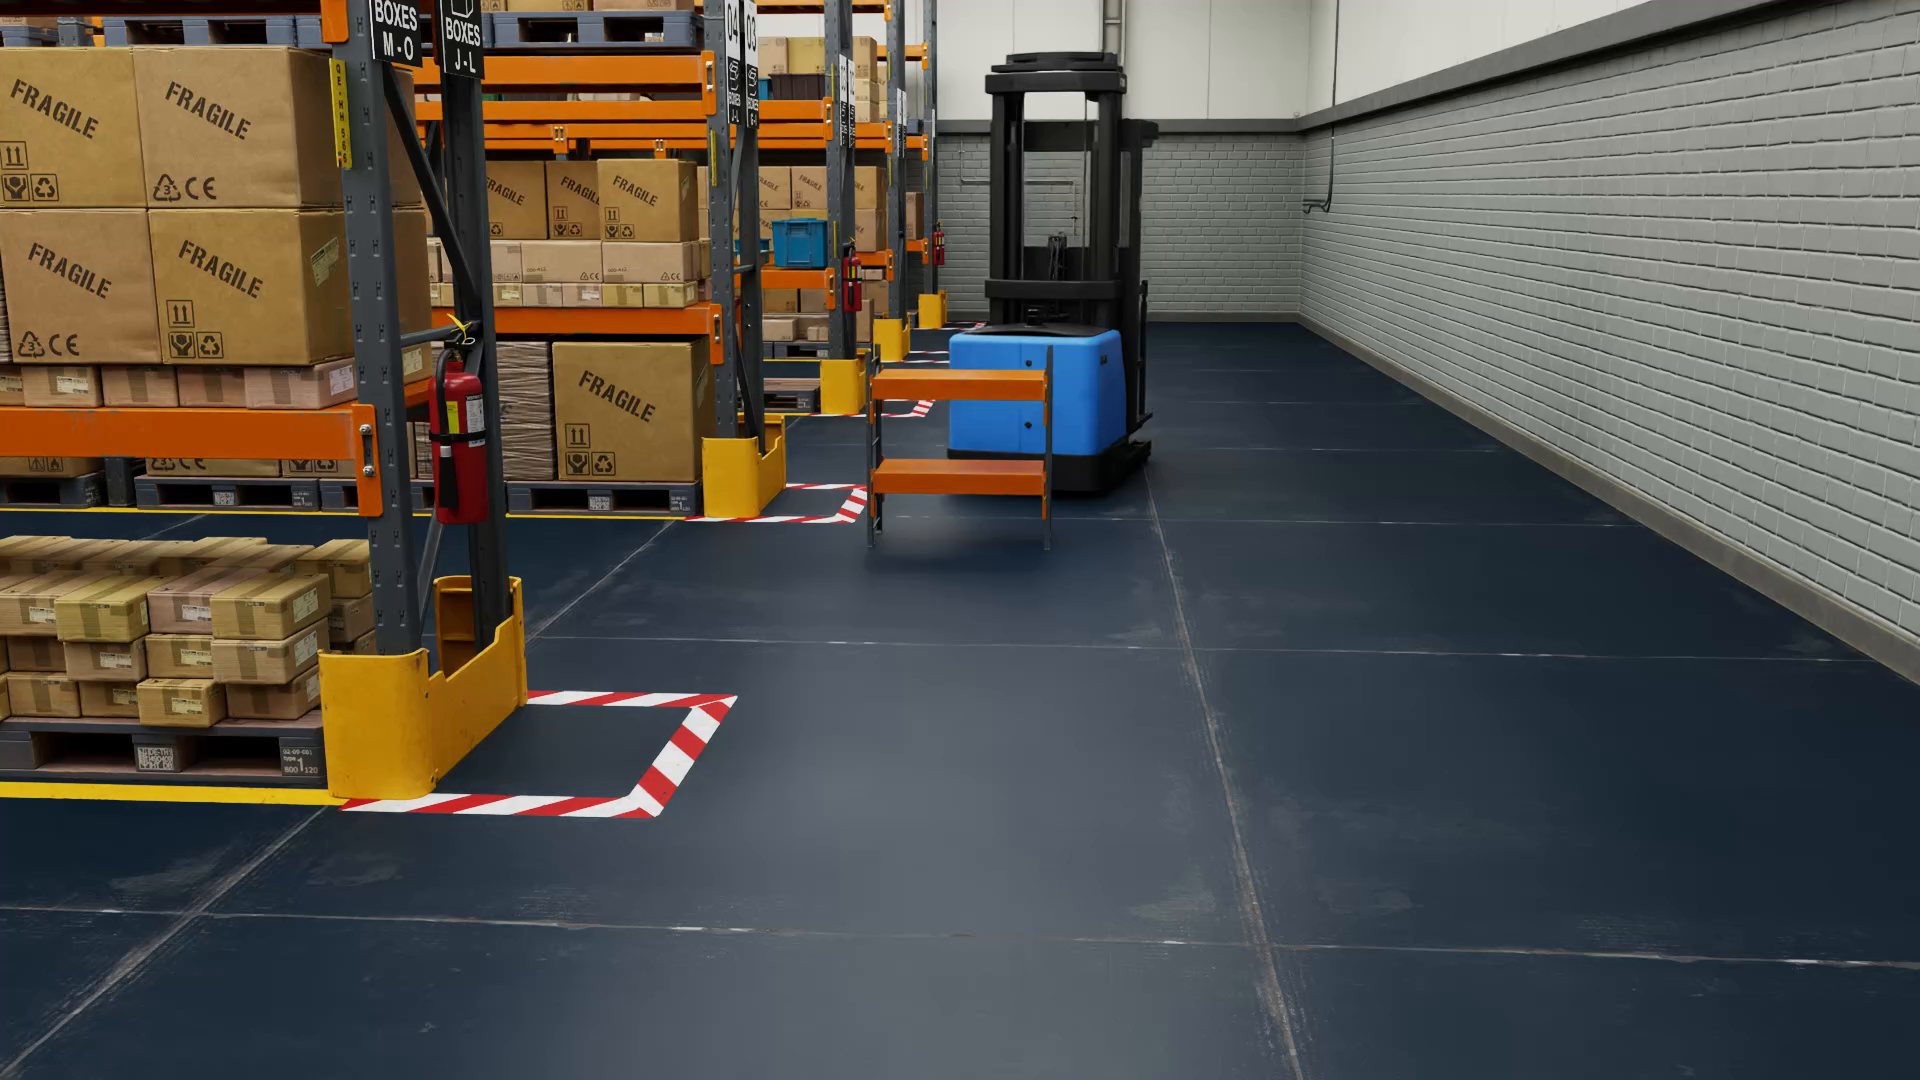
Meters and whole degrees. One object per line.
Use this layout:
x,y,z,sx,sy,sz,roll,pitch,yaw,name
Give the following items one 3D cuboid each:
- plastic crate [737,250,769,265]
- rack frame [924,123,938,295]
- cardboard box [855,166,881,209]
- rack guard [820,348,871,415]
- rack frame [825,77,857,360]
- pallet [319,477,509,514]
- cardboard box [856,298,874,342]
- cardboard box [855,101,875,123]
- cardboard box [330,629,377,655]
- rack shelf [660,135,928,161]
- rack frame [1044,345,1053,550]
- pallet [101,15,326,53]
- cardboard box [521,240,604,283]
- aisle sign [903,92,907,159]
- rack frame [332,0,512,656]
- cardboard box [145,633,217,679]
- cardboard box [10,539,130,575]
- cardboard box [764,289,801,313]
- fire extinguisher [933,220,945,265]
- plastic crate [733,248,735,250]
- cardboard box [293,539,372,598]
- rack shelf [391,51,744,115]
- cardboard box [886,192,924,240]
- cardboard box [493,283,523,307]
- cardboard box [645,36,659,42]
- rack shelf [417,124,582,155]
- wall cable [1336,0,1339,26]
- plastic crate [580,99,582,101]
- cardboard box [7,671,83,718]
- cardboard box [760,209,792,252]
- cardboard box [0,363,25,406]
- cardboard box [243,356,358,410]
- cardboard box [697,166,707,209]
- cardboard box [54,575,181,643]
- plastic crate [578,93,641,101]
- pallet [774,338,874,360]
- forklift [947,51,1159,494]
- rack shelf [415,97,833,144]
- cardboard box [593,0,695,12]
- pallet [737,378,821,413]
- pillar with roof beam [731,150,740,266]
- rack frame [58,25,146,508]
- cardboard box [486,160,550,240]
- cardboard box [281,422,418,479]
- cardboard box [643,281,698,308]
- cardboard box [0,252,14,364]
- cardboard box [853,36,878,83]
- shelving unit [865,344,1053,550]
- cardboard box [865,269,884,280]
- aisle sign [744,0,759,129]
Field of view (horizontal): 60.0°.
-1.927,-2.612,15.426,0.243,0.136,0.396,1,12,4,plastic crate
-0.439,-4.761,25.204,0.127,3.000,1.000,1,12,4,rack frame
-1.229,-4.238,20.014,0.500,0.500,0.500,1,12,3,cardboard box
-1.076,-1.516,15.795,0.348,0.500,1.175,1,12,4,rack guard
-1.101,-2.737,15.528,0.127,3.000,1.000,1,12,4,rack frame
-3.449,-0.373,11.035,1.213,0.211,1.003,1,12,4,pallet
-1.325,-2.698,20.371,0.500,0.500,0.500,1,12,4,cardboard box
-1.297,-5.097,19.850,0.500,0.250,0.500,1,12,4,cardboard box
-2.366,0.404,6.449,0.250,0.149,0.380,1,12,5,cardboard box
-2.435,-5.905,25.101,4.000,0.370,1.077,1,12,4,rack shelf
0.514,-0.544,9.619,0.032,1.125,0.500,1,12,4,rack frame
-4.608,-3.192,10.591,1.213,0.211,1.003,1,12,4,pallet
-2.439,-1.757,10.482,0.500,0.250,0.500,1,12,3,cardboard box
-0.679,-5.081,20.382,0.004,0.787,0.394,1,12,4,aisle sign
-1.864,-0.714,5.854,0.127,3.000,1.000,1,12,4,rack frame
-2.667,0.367,5.898,0.250,0.149,0.380,1,12,2,cardboard box
-3.419,0.107,6.413,0.250,0.149,0.380,1,12,6,cardboard box
-2.678,-3.752,25.457,0.500,0.500,0.700,1,12,5,cardboard box
-0.320,-4.445,24.789,0.183,0.674,0.296,1,12,4,fire extinguisher
-2.317,-2.739,16.033,0.298,0.136,0.250,1,12,4,plastic crate
-2.364,0.108,6.408,0.250,0.149,0.380,0,12,1,cardboard box
-3.428,-2.869,10.588,4.000,0.370,1.077,1,12,4,rack shelf
-0.949,-4.913,25.197,0.700,0.700,0.980,1,12,6,cardboard box
-2.829,-1.554,10.484,0.250,0.149,0.380,1,12,2,cardboard box
-3.780,-5.776,20.042,0.500,0.500,0.700,1,12,4,cardboard box
-6.753,-4.947,20.525,4.000,0.370,1.077,1,12,4,rack shelf
5.000,-7.947,21.029,0.112,2.526,3.097,1,12,4,wall cable
-3.292,-4.241,15.680,0.530,0.282,0.437,1,12,4,plastic crate
-3.172,0.507,5.956,0.250,0.149,0.380,1,12,4,cardboard box
-2.247,-3.763,20.187,0.500,0.500,0.500,1,12,4,cardboard box
-3.223,-0.557,5.719,0.250,0.149,0.380,0,12,1,cardboard box
-2.209,-0.537,5.625,0.250,0.149,0.380,1,12,4,cardboard box
-3.278,-4.264,20.142,0.500,0.500,0.500,0,12,2,cardboard box
-2.923,0.237,5.794,0.250,0.149,0.380,1,12,2,cardboard box
-3.179,-4.054,15.141,0.530,0.136,0.437,1,12,4,plastic crate
-1.638,-2.396,20.707,1.213,0.211,1.003,1,12,4,pallet
0.820,-2.004,12.188,1.130,2.935,3.031,3,12,16,forklift
-3.097,-3.881,15.426,4.000,0.370,1.077,1,12,4,rack shelf
-1.955,-3.493,10.302,0.500,0.500,0.700,0,12,0,cardboard box
-1.921,-1.392,15.906,1.213,0.211,1.003,1,12,4,pallet
-3.962,-7.040,21.446,0.400,9.000,9.100,1,12,4,pillar with roof beam
-5.423,-1.780,10.953,0.127,3.000,1.000,1,12,4,rack frame
-2.909,-2.239,10.955,0.500,0.500,0.500,0,12,2,cardboard box
-3.872,-0.908,10.947,0.875,0.875,0.875,1,12,4,cardboard box
-1.809,-1.540,10.418,0.250,0.149,0.380,1,12,5,cardboard box
-3.350,-0.875,5.654,0.500,0.500,0.500,1,12,4,cardboard box
-1.280,-5.760,19.964,0.500,0.500,0.700,1,12,4,cardboard box
0.007,-0.550,9.652,1.048,1.125,0.538,1,12,4,shelving unit
-1.285,-4.015,25.129,0.250,0.149,0.380,1,12,3,cardboard box
-1.340,-3.058,10.713,0.004,0.787,0.394,1,12,4,aisle sign
